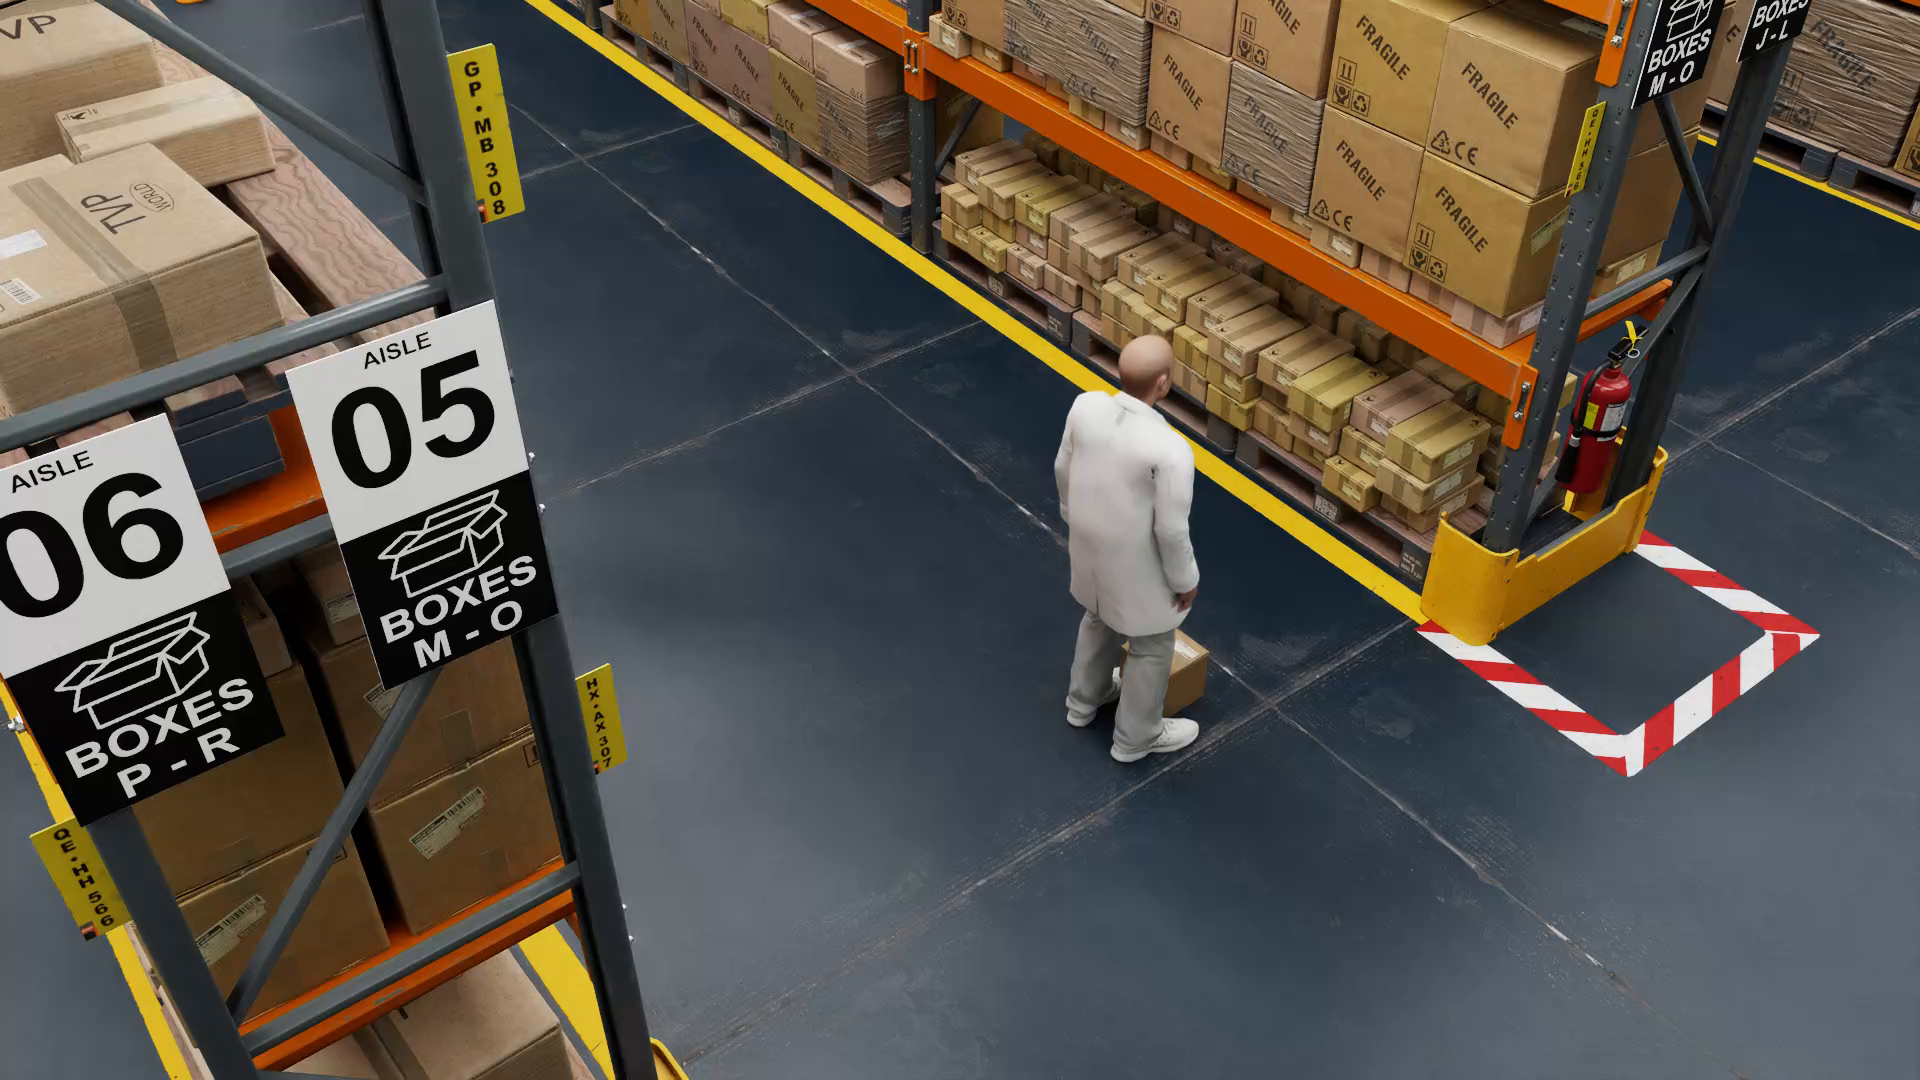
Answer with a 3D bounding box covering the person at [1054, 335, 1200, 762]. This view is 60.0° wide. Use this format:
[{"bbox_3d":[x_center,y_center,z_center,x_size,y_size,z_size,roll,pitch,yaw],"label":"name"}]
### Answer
[{"bbox_3d":[1.484,-5.378,12.631,12.853,1.773,12.280,-29,48,-30],"label":"person"}]
